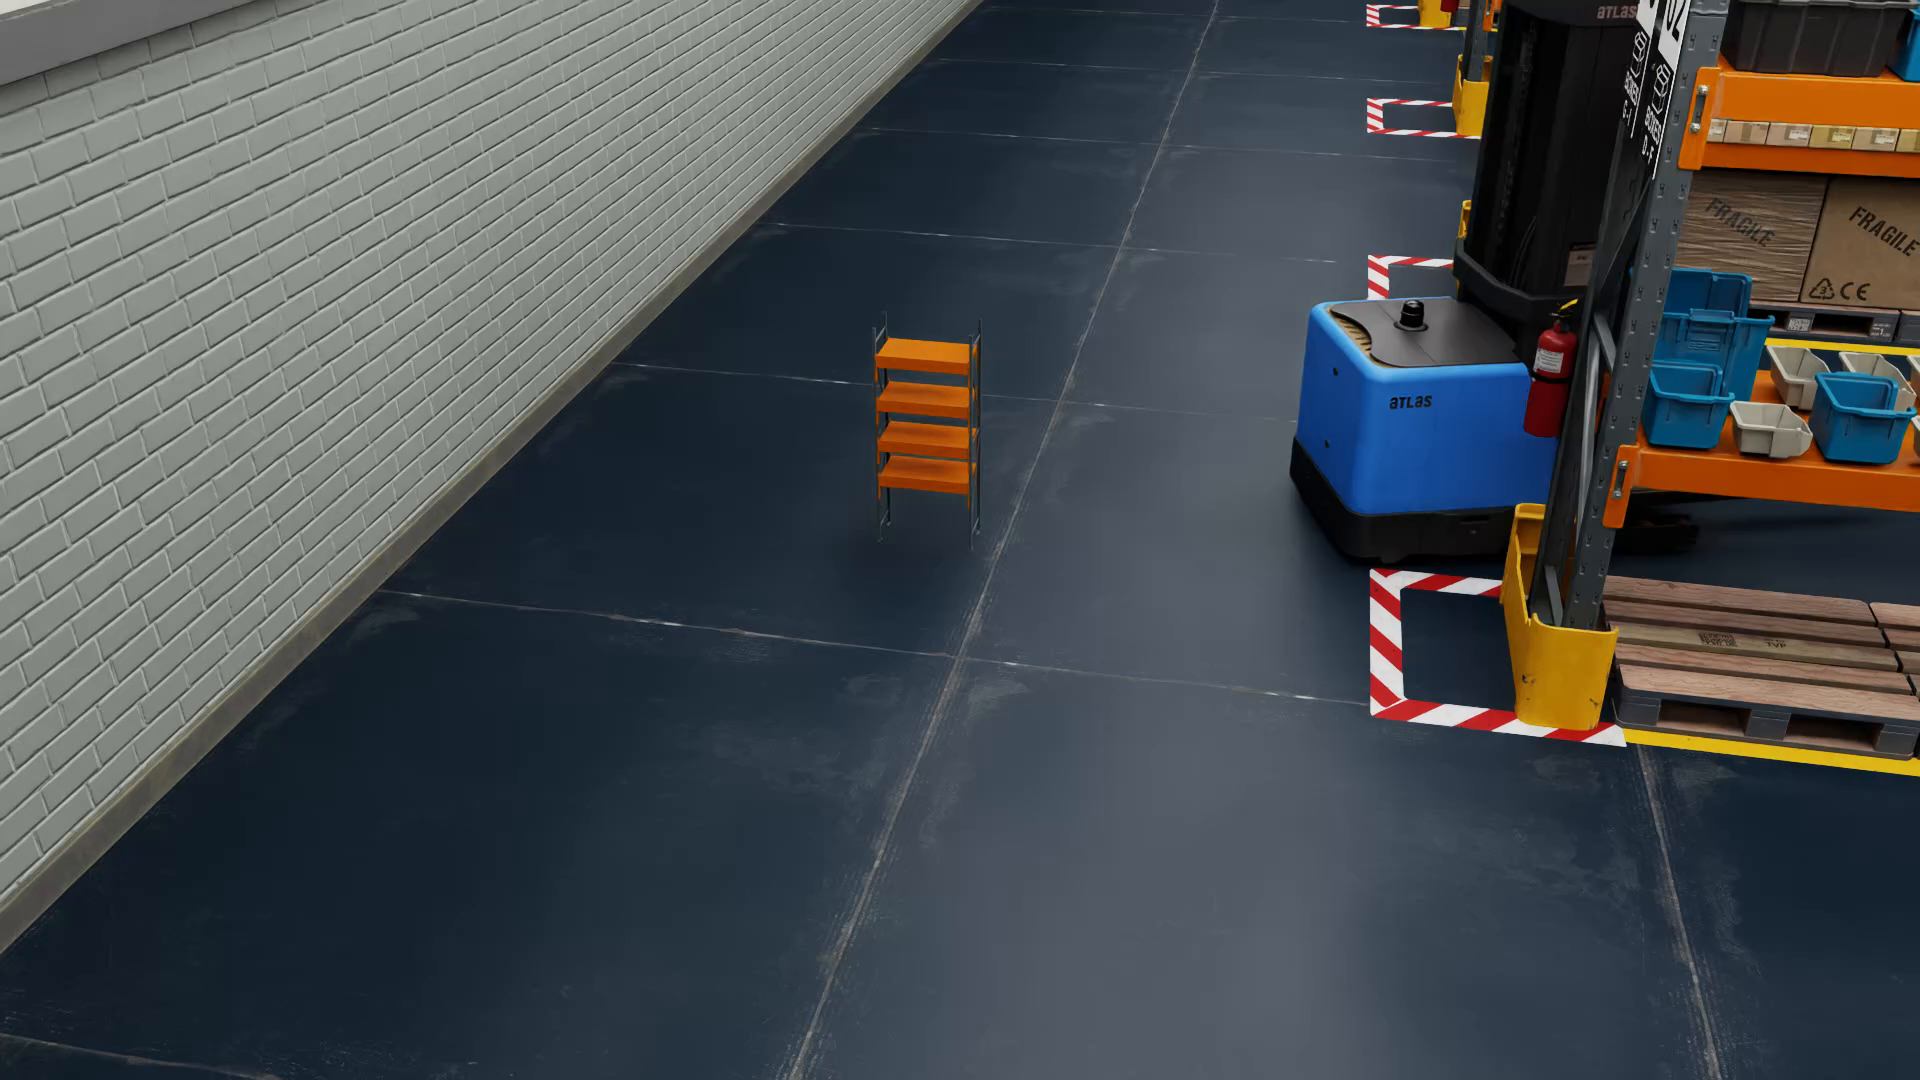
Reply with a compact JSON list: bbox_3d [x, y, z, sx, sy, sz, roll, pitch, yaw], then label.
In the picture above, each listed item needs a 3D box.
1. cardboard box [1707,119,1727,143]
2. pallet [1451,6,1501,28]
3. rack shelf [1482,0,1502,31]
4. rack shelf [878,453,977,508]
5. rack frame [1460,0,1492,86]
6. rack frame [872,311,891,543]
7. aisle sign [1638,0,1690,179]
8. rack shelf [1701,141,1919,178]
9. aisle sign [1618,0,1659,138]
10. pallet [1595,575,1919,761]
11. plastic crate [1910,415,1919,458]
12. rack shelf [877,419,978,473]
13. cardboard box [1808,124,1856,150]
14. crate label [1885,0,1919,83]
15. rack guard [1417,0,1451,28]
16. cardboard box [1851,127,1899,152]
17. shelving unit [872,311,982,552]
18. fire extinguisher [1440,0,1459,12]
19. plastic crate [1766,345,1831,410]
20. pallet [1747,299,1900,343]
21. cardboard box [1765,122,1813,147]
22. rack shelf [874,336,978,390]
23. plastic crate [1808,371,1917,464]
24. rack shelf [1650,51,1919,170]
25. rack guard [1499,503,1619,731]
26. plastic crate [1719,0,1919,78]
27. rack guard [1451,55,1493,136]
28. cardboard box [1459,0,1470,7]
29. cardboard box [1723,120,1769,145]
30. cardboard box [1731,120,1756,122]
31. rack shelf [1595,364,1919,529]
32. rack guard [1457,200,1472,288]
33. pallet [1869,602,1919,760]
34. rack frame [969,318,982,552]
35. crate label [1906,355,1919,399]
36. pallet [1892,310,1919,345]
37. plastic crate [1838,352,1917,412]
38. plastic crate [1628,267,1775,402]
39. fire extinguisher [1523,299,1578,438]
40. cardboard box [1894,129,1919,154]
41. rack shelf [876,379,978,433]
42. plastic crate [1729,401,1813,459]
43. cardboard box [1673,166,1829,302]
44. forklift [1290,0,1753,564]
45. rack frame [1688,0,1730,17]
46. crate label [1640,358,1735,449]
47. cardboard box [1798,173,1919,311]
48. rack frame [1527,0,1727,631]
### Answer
[{"bbox_3d":[4.825,-2.722,10.860,0.250,0.149,0.380,5,29,10],"label":"cardboard box"},{"bbox_3d":[6.657,-6.486,20.378,1.213,0.211,1.003,6,29,11],"label":"pallet"},{"bbox_3d":[6.880,-4.902,15.330,4.000,0.370,1.077,6,29,11],"label":"rack shelf"},{"bbox_3d":[-0.162,-0.310,8.620,0.480,0.148,0.258,6,29,11],"label":"rack shelf"},{"bbox_3d":[4.924,-5.418,15.523,0.127,3.000,1.000,6,29,11],"label":"rack frame"},{"bbox_3d":[-0.401,-0.567,8.537,0.015,1.200,0.240,6,29,11],"label":"rack frame"},{"bbox_3d":[2.623,-1.781,6.172,0.004,0.787,0.394,6,29,11],"label":"aisle sign"},{"bbox_3d":[5.745,-2.583,11.093,4.000,0.370,1.077,6,29,11],"label":"rack shelf"},{"bbox_3d":[2.746,-2.058,6.678,0.004,0.787,0.394,6,29,11],"label":"aisle sign"},{"bbox_3d":[3.554,0.551,7.523,1.213,0.211,1.003,6,29,11],"label":"pallet"},{"bbox_3d":[3.888,-0.365,6.505,0.298,0.136,0.250,6,29,11],"label":"plastic crate"},{"bbox_3d":[-0.162,-0.484,8.524,0.480,0.148,0.258,6,29,11],"label":"rack shelf"},{"bbox_3d":[5.572,-2.645,10.719,0.250,0.149,0.380,5,29,9],"label":"cardboard box"},{"bbox_3d":[3.590,-1.779,5.907,0.502,0.251,0.408,6,29,11],"label":"crate label"},{"bbox_3d":[5.835,-6.659,20.393,0.348,0.500,1.175,6,29,11],"label":"rack guard"},{"bbox_3d":[5.829,-2.619,10.672,0.250,0.149,0.380,6,29,11],"label":"cardboard box"},{"bbox_3d":[-0.162,-0.543,8.492,0.503,1.200,0.258,6,29,11],"label":"shelving unit"},{"bbox_3d":[4.774,-5.463,16.073,0.183,0.674,0.296,6,29,11],"label":"fire extinguisher"},{"bbox_3d":[3.590,-0.687,7.093,0.243,0.136,0.396,6,29,11],"label":"plastic crate"},{"bbox_3d":[5.777,-1.709,11.652,1.213,0.211,1.003,6,29,11],"label":"pallet"},{"bbox_3d":[5.326,-2.670,10.766,0.250,0.149,0.380,6,29,10],"label":"cardboard box"},{"bbox_3d":[-0.162,-0.888,8.303,0.480,0.148,0.258,6,29,11],"label":"rack shelf"},{"bbox_3d":[3.572,-0.480,6.616,0.300,0.233,0.416,6,29,11],"label":"plastic crate"},{"bbox_3d":[4.711,-1.573,6.124,4.000,0.370,1.077,6,29,11],"label":"rack shelf"},{"bbox_3d":[2.729,0.327,7.632,0.348,0.500,1.175,6,29,11],"label":"rack guard"},{"bbox_3d":[3.073,-1.862,6.040,0.590,0.269,0.497,6,29,11],"label":"plastic crate"},{"bbox_3d":[4.998,-4.314,16.109,0.348,0.500,1.175,6,29,11],"label":"rack guard"},{"bbox_3d":[6.525,-6.794,20.267,0.875,0.438,0.875,5,29,9],"label":"cardboard box"},{"bbox_3d":[5.073,-2.696,10.813,0.250,0.149,0.380,5,29,10],"label":"cardboard box"},{"bbox_3d":[5.203,-2.888,10.747,0.500,0.250,0.500,5,29,9],"label":"cardboard box"},{"bbox_3d":[4.711,-0.257,6.845,4.000,0.370,1.077,6,29,11],"label":"rack shelf"},{"bbox_3d":[3.766,-2.005,11.892,0.348,0.500,1.175,6,29,11],"label":"rack guard"},{"bbox_3d":[4.743,0.675,7.298,1.213,0.211,1.003,6,29,11],"label":"pallet"},{"bbox_3d":[0.077,-0.518,8.447,0.015,1.200,0.240,6,29,11],"label":"rack frame"},{"bbox_3d":[4.148,-0.635,6.998,0.243,0.136,0.396,6,29,11],"label":"crate label"},{"bbox_3d":[6.974,-1.588,11.430,1.213,0.211,1.003,6,29,11],"label":"pallet"},{"bbox_3d":[3.871,-0.651,7.028,0.243,0.136,0.396,6,29,11],"label":"plastic crate"},{"bbox_3d":[3.122,-0.869,7.114,0.499,0.435,0.616,6,29,11],"label":"plastic crate"},{"bbox_3d":[2.702,-0.804,7.564,0.183,0.674,0.296,6,29,11],"label":"fire extinguisher"},{"bbox_3d":[6.078,-2.593,10.624,0.250,0.149,0.380,5,29,10],"label":"cardboard box"},{"bbox_3d":[-0.162,-0.680,8.417,0.480,0.148,0.258,6,29,11],"label":"rack shelf"},{"bbox_3d":[3.224,-0.433,6.630,0.298,0.136,0.250,6,29,11],"label":"plastic crate"},{"bbox_3d":[5.322,-2.233,11.481,0.875,0.875,0.875,6,29,11],"label":"cardboard box"},{"bbox_3d":[3.392,-1.469,8.381,3.031,2.935,1.130,-4,29,-6],"label":"forklift"},{"bbox_3d":[2.755,-3.404,5.598,0.127,3.000,1.000,6,29,11],"label":"rack frame"},{"bbox_3d":[2.928,-0.546,6.736,0.303,0.233,0.416,6,29,11],"label":"crate label"},{"bbox_3d":[6.192,-2.144,11.318,0.875,0.875,0.875,6,29,11],"label":"cardboard box"},{"bbox_3d":[2.755,-0.773,7.038,0.127,3.000,1.000,6,29,11],"label":"rack frame"}]
